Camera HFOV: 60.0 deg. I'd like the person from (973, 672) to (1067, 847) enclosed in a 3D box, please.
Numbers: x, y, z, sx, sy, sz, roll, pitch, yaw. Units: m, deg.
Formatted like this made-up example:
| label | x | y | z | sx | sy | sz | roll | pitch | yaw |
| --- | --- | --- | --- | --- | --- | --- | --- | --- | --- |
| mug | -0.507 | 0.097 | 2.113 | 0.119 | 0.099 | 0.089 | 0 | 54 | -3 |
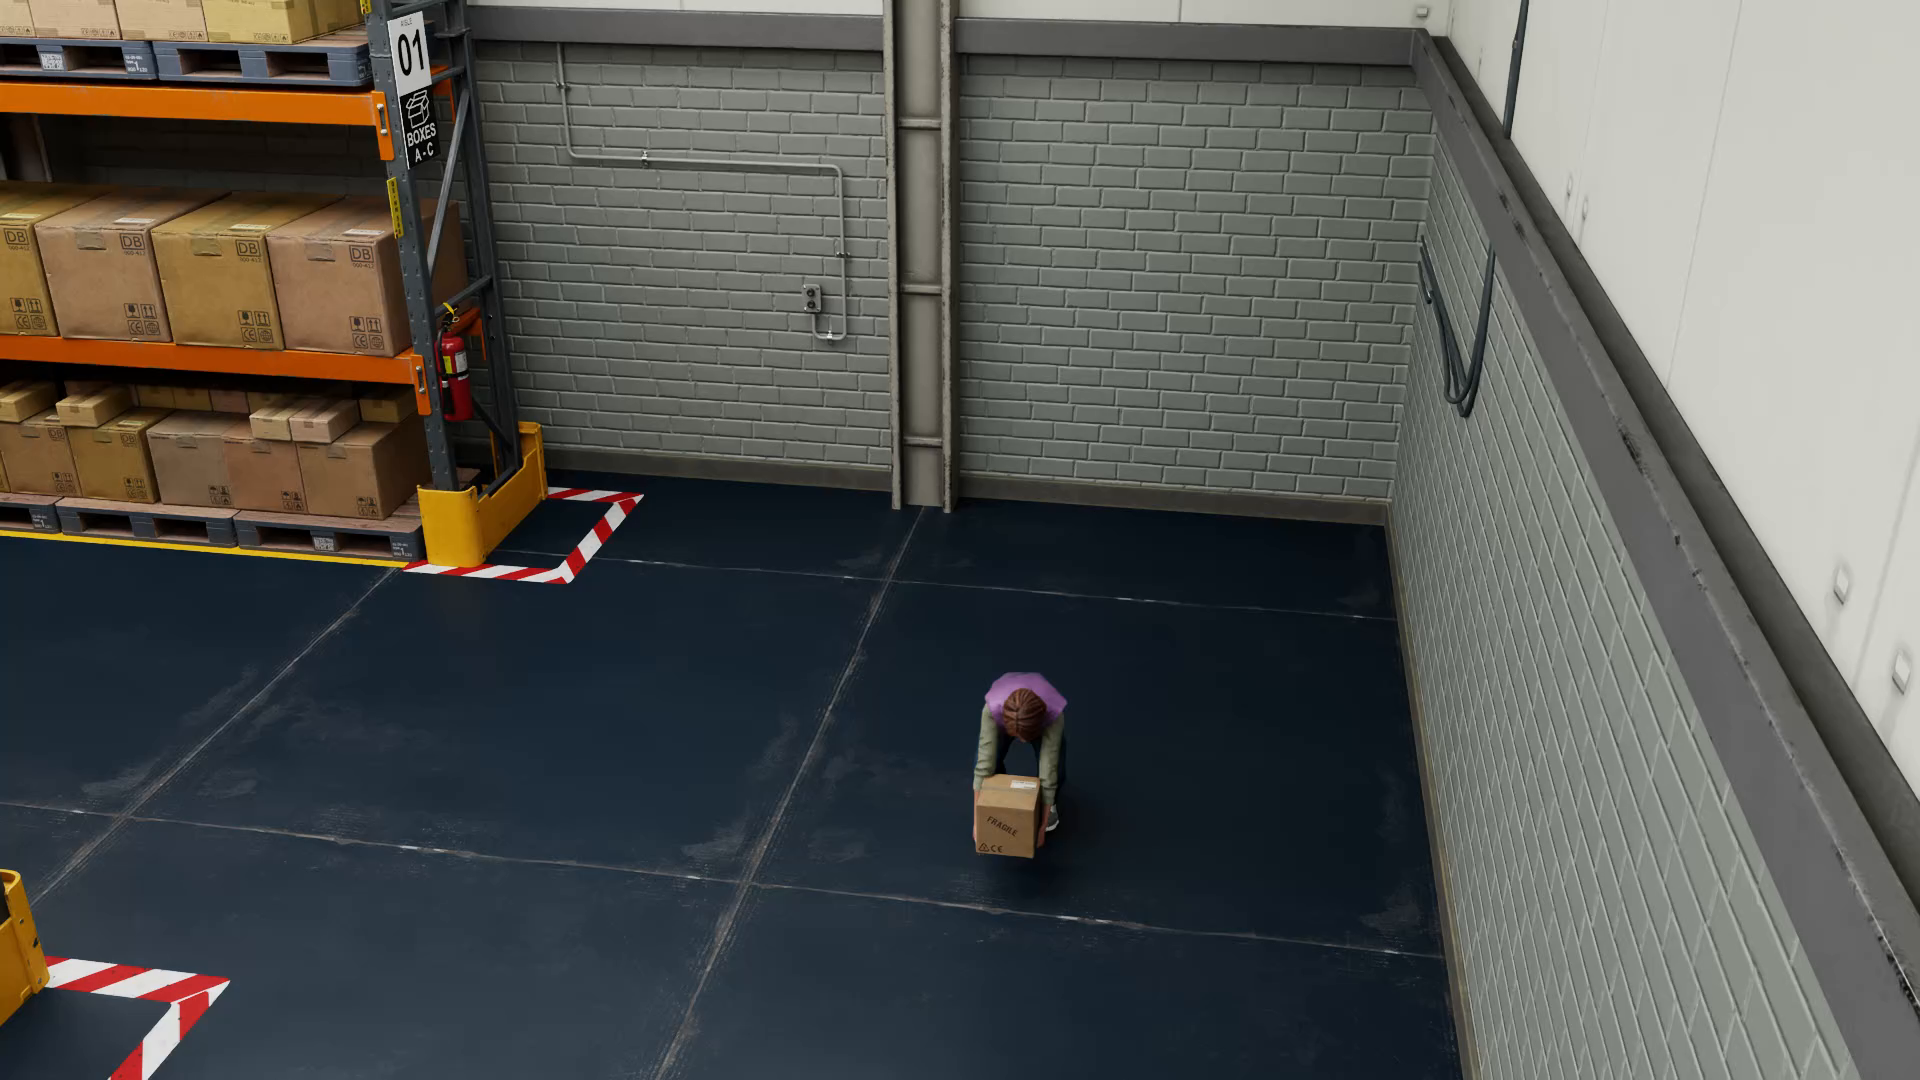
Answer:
| label | x | y | z | sx | sy | sz | roll | pitch | yaw |
| --- | --- | --- | --- | --- | --- | --- | --- | --- | --- |
| person | 0.273 | 0.938 | 7.456 | 0.417 | 0.901 | 0.849 | 3 | 25 | 7 |
